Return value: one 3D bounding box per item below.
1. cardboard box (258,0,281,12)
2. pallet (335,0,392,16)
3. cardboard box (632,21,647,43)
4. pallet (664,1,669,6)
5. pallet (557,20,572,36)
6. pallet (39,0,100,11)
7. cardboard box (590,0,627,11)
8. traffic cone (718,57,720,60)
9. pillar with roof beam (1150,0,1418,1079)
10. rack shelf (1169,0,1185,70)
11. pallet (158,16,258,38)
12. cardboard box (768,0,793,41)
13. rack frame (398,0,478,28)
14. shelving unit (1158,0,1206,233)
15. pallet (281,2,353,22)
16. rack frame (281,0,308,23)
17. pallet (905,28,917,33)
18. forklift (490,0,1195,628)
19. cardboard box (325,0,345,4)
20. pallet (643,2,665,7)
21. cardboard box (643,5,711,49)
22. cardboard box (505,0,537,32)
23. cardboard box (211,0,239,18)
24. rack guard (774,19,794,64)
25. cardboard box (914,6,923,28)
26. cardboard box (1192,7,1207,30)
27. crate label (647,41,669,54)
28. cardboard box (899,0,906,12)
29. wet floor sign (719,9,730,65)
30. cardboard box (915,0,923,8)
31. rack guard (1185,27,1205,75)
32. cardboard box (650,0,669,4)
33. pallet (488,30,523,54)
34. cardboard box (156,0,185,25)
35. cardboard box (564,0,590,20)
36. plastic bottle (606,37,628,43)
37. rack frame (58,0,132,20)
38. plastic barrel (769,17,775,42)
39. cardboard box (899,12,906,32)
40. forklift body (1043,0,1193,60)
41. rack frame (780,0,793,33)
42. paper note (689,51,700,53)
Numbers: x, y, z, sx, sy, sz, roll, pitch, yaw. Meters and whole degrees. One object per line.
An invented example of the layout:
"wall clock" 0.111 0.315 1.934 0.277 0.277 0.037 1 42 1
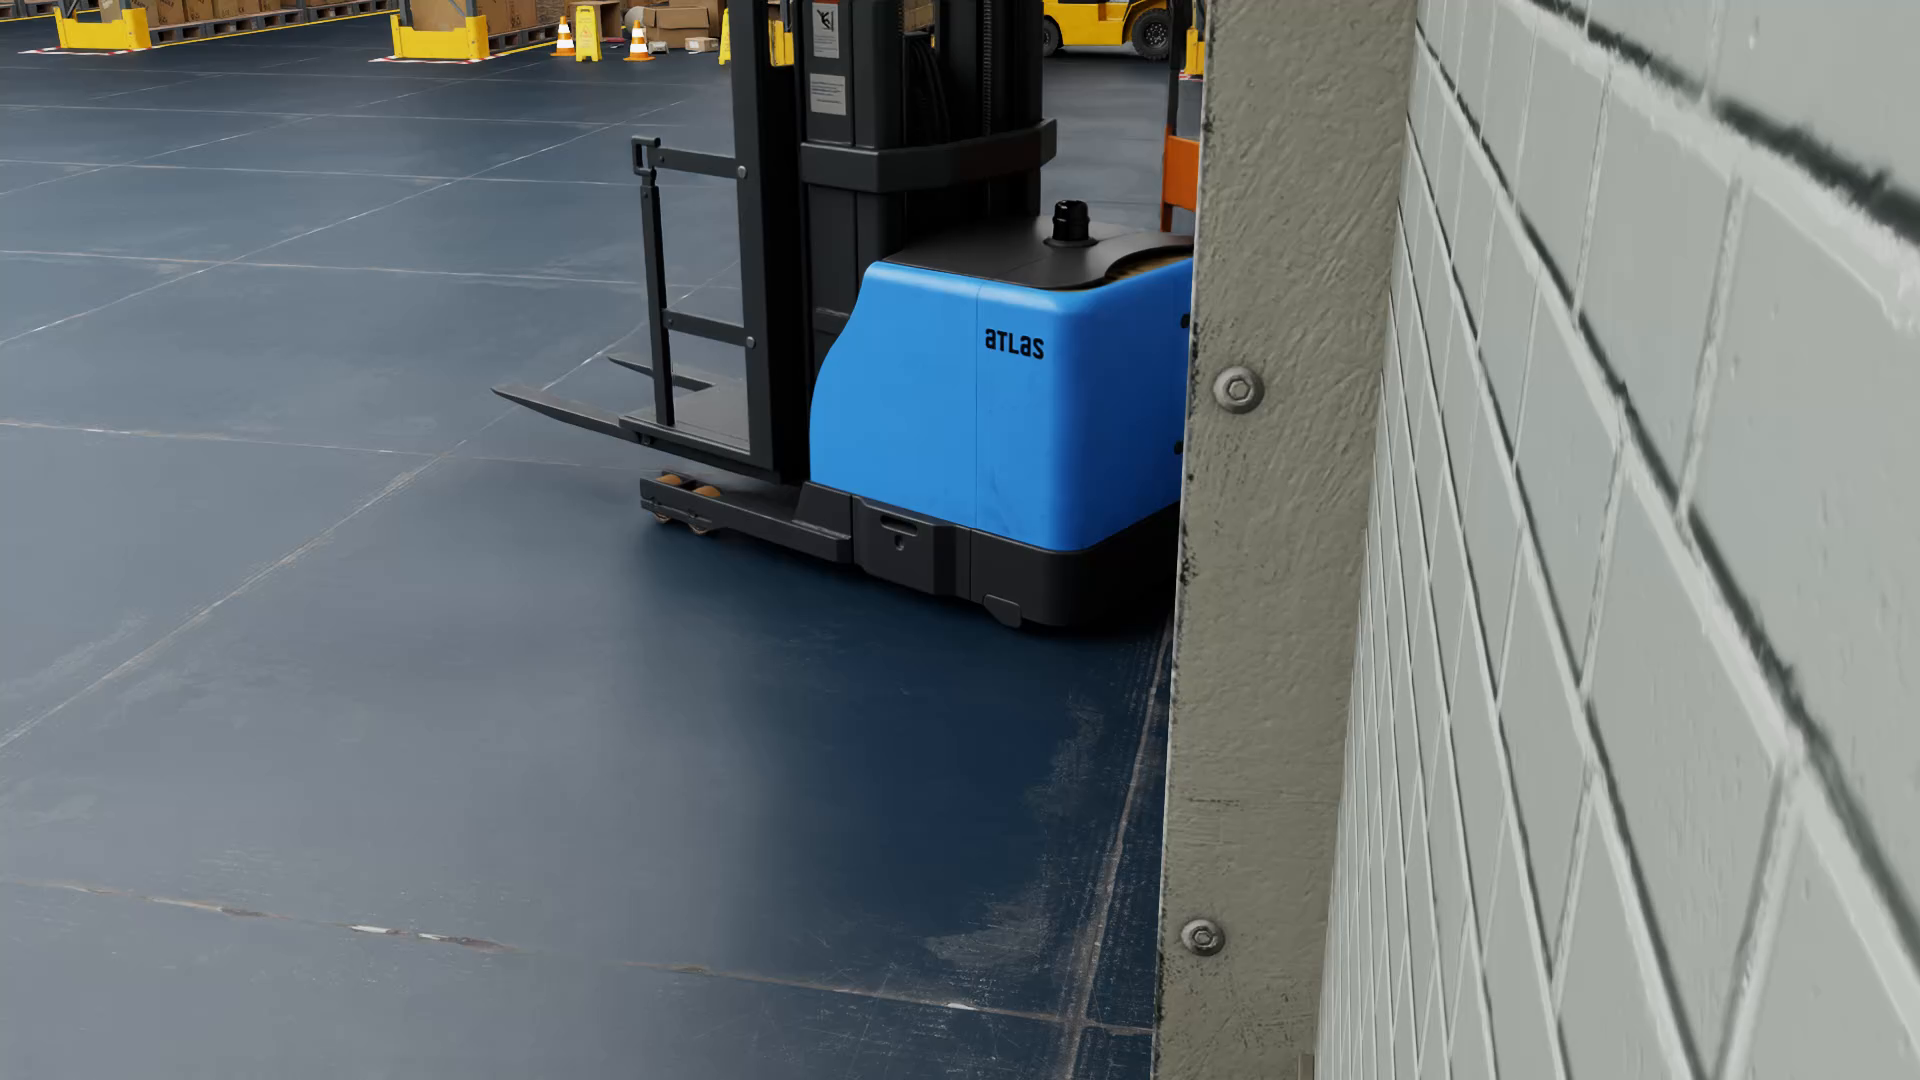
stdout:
"cardboard box" -10.664 -8.267 25.137 0.500 0.500 0.500 4 22 9
"pallet" -10.139 -8.814 27.444 1.003 0.211 1.213 4 22 11
"cardboard box" -4.256 -6.923 22.675 0.396 0.266 0.258 8 23 20
"pallet" -5.126 -8.847 27.526 1.003 0.211 1.213 4 22 11
"pallet" -5.940 -7.394 23.919 1.003 0.211 1.213 4 22 11
"pallet" -15.023 -9.197 28.395 1.003 0.211 1.213 4 22 11
"cardboard box" -5.669 -8.345 24.997 1.050 0.750 0.750 4 22 11
"traffic cone" -2.833 -6.235 20.705 0.336 0.463 0.334 4 22 11
"pillar with roof beam" -3.661 -3.493 2.471 9.100 9.000 0.400 4 22 11
"rack shelf" 0.979 -1.766 5.347 0.431 0.518 0.480 -6 21 -19
"pallet" -10.892 -7.386 23.898 1.003 0.211 1.213 4 22 11
"cardboard box" -2.392 -7.173 22.980 0.500 0.500 0.500 -16 27 -35
"rack frame" -6.524 -7.497 20.442 1.000 3.000 0.127 4 22 11
"shelving unit" 0.969 -1.121 5.584 0.431 2.100 0.503 -6 21 -19
"pallet" -10.385 -8.366 26.333 1.003 0.211 1.213 4 22 11
"rack frame" -10.543 -9.375 25.105 1.000 3.000 0.127 4 22 11
"pallet" -1.191 -6.630 22.022 1.003 0.211 1.213 4 22 11
"forklift" -0.528 -1.520 5.692 3.031 2.935 1.130 17 27 35
"cardboard box" -10.281 -8.815 26.472 0.700 0.500 0.500 4 22 11
"pallet" -5.377 -8.402 26.421 1.003 0.211 1.213 4 22 11
"cardboard box" -3.778 -6.834 22.137 0.797 0.503 0.637 -11 25 -26
"cardboard box" -6.273 -7.281 22.188 0.875 0.875 0.875 4 22 10
"cardboard box" -10.823 -7.824 24.037 0.500 0.500 0.500 2 22 6
"rack guard" -1.642 -6.025 20.132 1.175 0.500 0.348 4 22 11
"cardboard box" -0.798 -7.107 22.591 0.500 0.250 0.500 4 22 9
"cardboard box" 2.996 -6.133 19.503 0.500 0.250 0.500 4 22 10
"crate label" -3.889 -6.337 21.393 0.250 0.136 0.298 -7 23 -17
"cardboard box" -1.005 -7.081 21.523 0.500 0.500 0.500 5 22 12
"wet floor sign" -2.744 -6.077 20.066 0.267 0.644 0.232 13 25 29
"cardboard box" -0.801 -7.464 22.474 0.500 0.500 0.500 5 22 12
"rack guard" 3.198 -5.611 19.106 1.175 0.500 0.348 4 22 11
"cardboard box" -5.279 -9.038 26.718 1.050 0.750 0.750 5 22 12
"pallet" -6.438 -6.502 21.704 1.003 0.211 1.213 4 22 11
"cardboard box" -11.127 -7.396 22.974 0.500 0.500 0.500 11 24 25
"cardboard box" -5.905 -7.944 23.835 0.875 0.875 0.875 5 22 12
"plastic bottle" -4.682 -6.830 22.719 0.283 0.061 0.133 -3 22 -8
"rack frame" -11.359 -7.912 21.472 1.000 3.000 0.127 4 22 11
"plastic barrel" -2.718 -6.832 22.240 0.421 0.421 0.512 -16 27 -35
"cardboard box" -1.012 -6.736 21.672 0.500 0.250 0.500 6 23 15
"forklift body" 1.803 -7.218 20.886 2.313 2.155 1.214 4 22 11
"rack frame" -1.658 -7.157 19.597 1.000 3.000 0.127 4 22 11
"paper note" -3.413 -6.277 21.386 0.148 0.019 0.142 -3 22 -8
